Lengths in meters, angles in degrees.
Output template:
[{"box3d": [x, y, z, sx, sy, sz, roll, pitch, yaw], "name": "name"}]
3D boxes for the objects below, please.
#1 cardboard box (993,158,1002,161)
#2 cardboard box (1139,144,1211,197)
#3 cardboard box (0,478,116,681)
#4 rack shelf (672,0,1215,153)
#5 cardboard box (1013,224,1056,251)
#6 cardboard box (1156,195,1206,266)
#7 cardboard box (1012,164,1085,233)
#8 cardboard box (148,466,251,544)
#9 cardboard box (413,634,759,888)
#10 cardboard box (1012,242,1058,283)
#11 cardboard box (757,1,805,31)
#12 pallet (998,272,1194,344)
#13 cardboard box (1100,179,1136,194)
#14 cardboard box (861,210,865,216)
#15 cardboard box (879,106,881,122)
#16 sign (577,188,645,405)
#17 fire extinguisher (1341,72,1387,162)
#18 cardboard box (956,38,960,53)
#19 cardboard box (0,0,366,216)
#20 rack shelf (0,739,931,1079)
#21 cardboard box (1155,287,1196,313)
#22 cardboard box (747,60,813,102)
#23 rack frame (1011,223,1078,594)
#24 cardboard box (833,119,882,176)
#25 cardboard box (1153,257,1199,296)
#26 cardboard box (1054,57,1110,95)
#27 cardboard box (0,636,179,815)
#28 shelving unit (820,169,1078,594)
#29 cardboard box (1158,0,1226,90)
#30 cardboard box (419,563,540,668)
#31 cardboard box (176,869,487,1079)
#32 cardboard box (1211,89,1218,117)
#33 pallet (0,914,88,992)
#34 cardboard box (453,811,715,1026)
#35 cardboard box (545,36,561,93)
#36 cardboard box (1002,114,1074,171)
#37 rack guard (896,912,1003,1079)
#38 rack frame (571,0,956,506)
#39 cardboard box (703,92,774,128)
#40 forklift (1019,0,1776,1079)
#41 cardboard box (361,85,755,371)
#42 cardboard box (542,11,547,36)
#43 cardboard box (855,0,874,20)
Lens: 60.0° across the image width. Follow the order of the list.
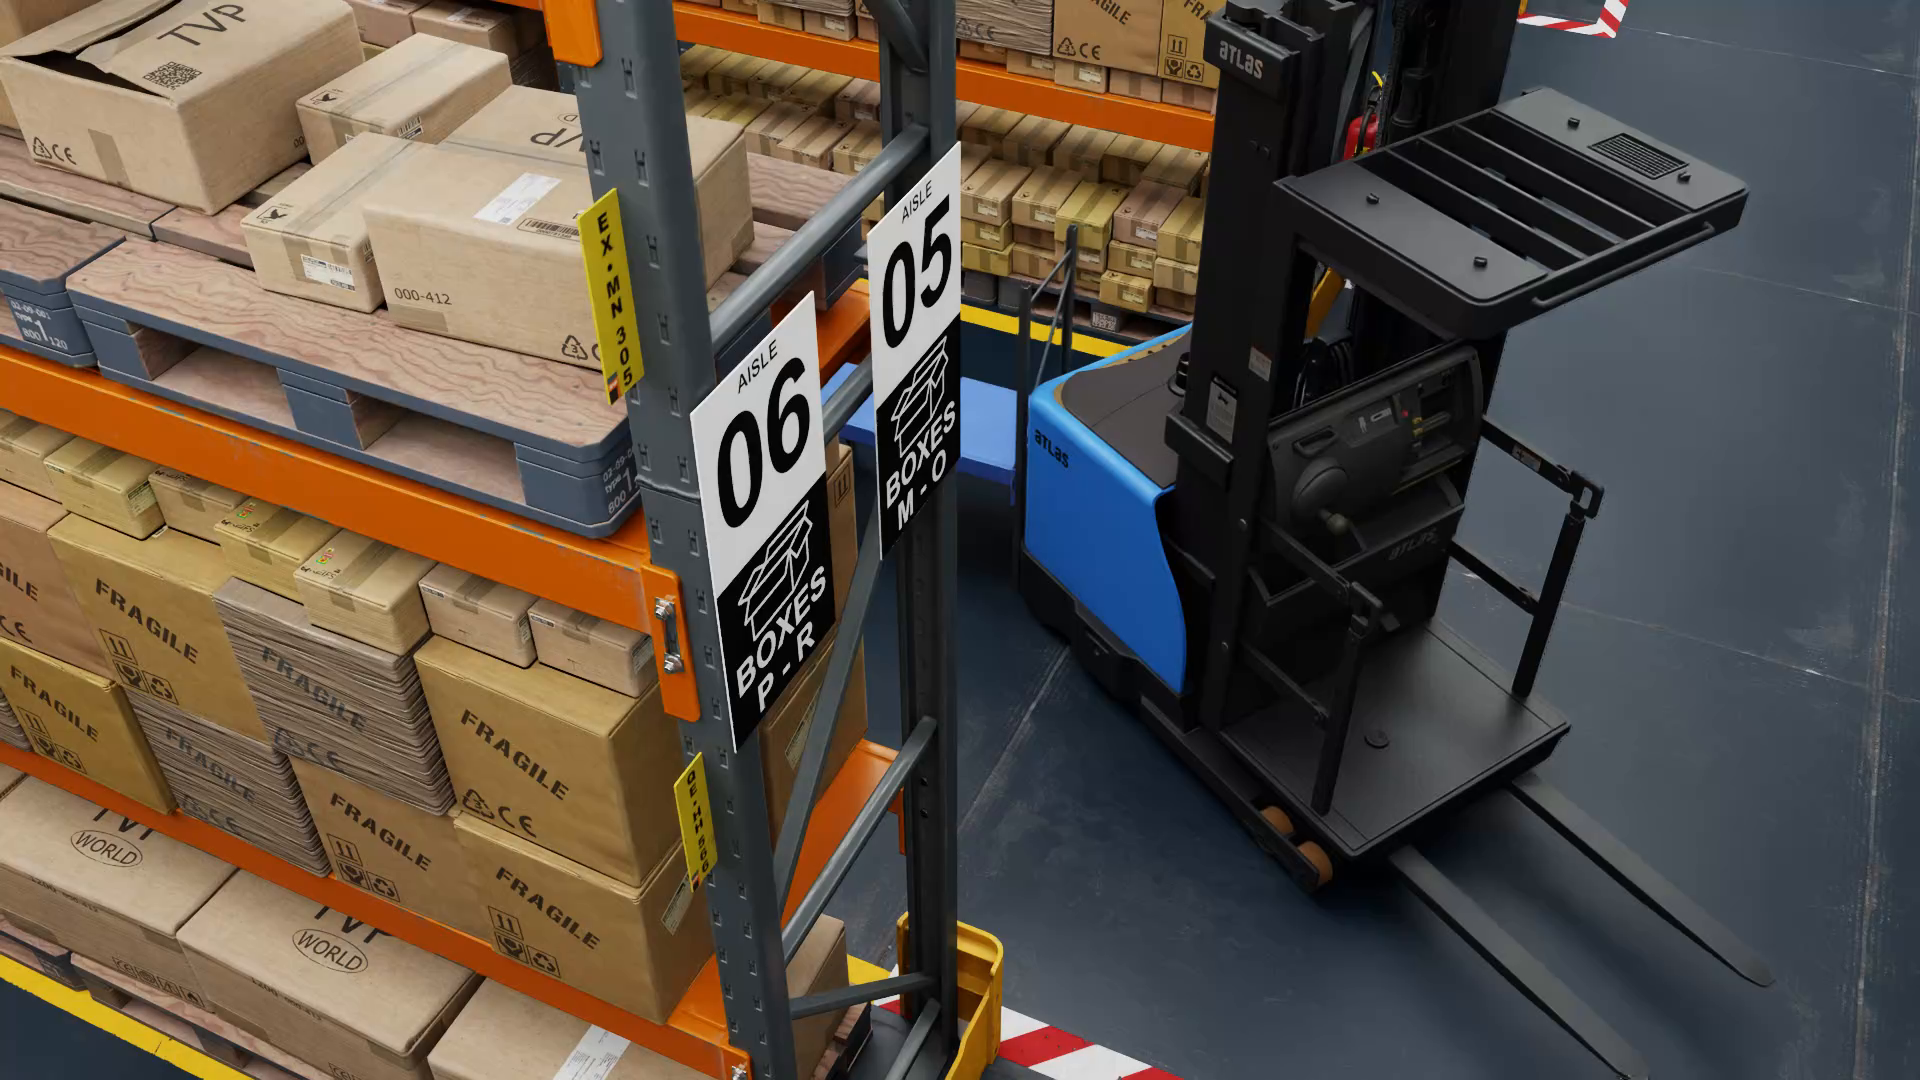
[{"box3d": [0.149, -2.022, 8.922, 0.250, 0.149, 0.380, 19, 44, 21], "name": "cardboard box"}, {"box3d": [1.098, -1.861, 8.509, 0.250, 0.149, 0.380, 18, 44, 19], "name": "cardboard box"}, {"box3d": [-2.197, -0.051, 4.179, 0.500, 0.500, 0.500, 17, 44, 18], "name": "cardboard box"}, {"box3d": [-0.083, -2.485, 8.376, 4.000, 0.370, 1.077, 17, 44, 19], "name": "rack shelf"}, {"box3d": [0.459, -1.652, 8.495, 0.250, 0.149, 0.380, 16, 44, 18], "name": "cardboard box"}, {"box3d": [1.143, -1.506, 8.099, 0.250, 0.149, 0.380, 17, 44, 19], "name": "cardboard box"}, {"box3d": [0.443, -1.715, 8.340, 0.250, 0.149, 0.380, 15, 43, 17], "name": "cardboard box"}, {"box3d": [-1.609, -0.165, 3.815, 0.250, 0.149, 0.380, 17, 44, 18], "name": "cardboard box"}, {"box3d": [-0.809, 0.355, 3.710, 0.500, 0.500, 0.500, 18, 44, 20], "name": "cardboard box"}, {"box3d": [0.456, -1.503, 8.549, 0.250, 0.149, 0.380, 17, 44, 19], "name": "cardboard box"}, {"box3d": [-0.803, -2.686, 8.250, 0.250, 0.149, 0.380, 18, 44, 19], "name": "cardboard box"}, {"box3d": [0.940, -1.416, 8.723, 1.213, 0.211, 1.003, 17, 44, 19], "name": "pallet"}, {"box3d": [0.880, -1.819, 8.687, 0.250, 0.149, 0.380, 18, 44, 19], "name": "cardboard box"}, {"box3d": [-0.514, -1.877, 8.755, 0.250, 0.149, 0.380, 17, 44, 18], "name": "cardboard box"}, {"box3d": [-0.250, -2.355, 9.079, 0.250, 0.149, 0.380, 16, 43, 17], "name": "cardboard box"}, {"box3d": [-0.514, -0.357, 2.466, 0.005, 0.325, 0.100, 17, 44, 19], "name": "sign"}, {"box3d": [1.763, -1.689, 7.253, 0.183, 0.674, 0.296, 17, 44, 19], "name": "fire extinguisher"}, {"box3d": [-0.063, -2.504, 8.040, 0.250, 0.149, 0.380, 18, 44, 19], "name": "cardboard box"}, {"box3d": [-1.607, -0.978, 3.469, 0.500, 0.311, 0.500, 18, 44, 19], "name": "cardboard box"}, {"box3d": [-2.084, 0.481, 4.954, 4.000, 0.370, 1.077, 17, 44, 19], "name": "rack shelf"}, {"box3d": [1.165, -1.307, 8.323, 0.250, 0.149, 0.380, 18, 44, 19], "name": "cardboard box"}, {"box3d": [-0.986, -2.561, 9.316, 0.250, 0.149, 0.380, 17, 44, 18], "name": "cardboard box"}, {"box3d": [0.333, -0.492, 6.672, 0.032, 1.500, 0.500, 17, 44, 18], "name": "rack frame"}, {"box3d": [-0.472, -2.042, 8.718, 0.250, 0.149, 0.380, 15, 43, 17], "name": "cardboard box"}, {"box3d": [1.131, -1.374, 8.174, 0.250, 0.149, 0.380, 16, 43, 18], "name": "cardboard box"}, {"box3d": [0.631, -2.239, 7.735, 0.250, 0.149, 0.380, 18, 44, 20], "name": "cardboard box"}, {"box3d": [-2.213, 0.329, 4.504, 0.500, 0.500, 0.500, 18, 44, 20], "name": "cardboard box"}, {"box3d": [-0.129, -0.630, 6.832, 1.048, 1.500, 0.538, 17, 44, 18], "name": "shelving unit"}, {"box3d": [1.214, -2.325, 7.339, 0.500, 0.500, 0.500, 18, 44, 19], "name": "cardboard box"}, {"box3d": [-0.922, 0.066, 3.549, 0.250, 0.149, 0.380, 18, 44, 19], "name": "cardboard box"}, {"box3d": [-1.745, 1.201, 5.210, 0.875, 0.438, 0.875, 18, 44, 20], "name": "cardboard box"}, {"box3d": [1.315, -2.031, 7.495, 0.250, 0.149, 0.380, 17, 44, 19], "name": "cardboard box"}, {"box3d": [-3.240, 0.966, 5.974, 1.213, 0.211, 1.003, 17, 44, 19], "name": "pallet"}, {"box3d": [-0.821, 0.749, 4.020, 0.500, 0.500, 0.500, 17, 44, 19], "name": "cardboard box"}, {"box3d": [-2.453, -2.887, 9.878, 0.500, 0.500, 0.500, 19, 44, 20], "name": "cardboard box"}, {"box3d": [0.417, -2.109, 8.795, 0.250, 0.149, 0.380, 19, 44, 20], "name": "cardboard box"}, {"box3d": [-0.250, 1.714, 4.891, 0.348, 0.500, 1.175, 17, 44, 19], "name": "rack guard"}, {"box3d": [-0.272, -1.504, 2.115, 0.127, 3.000, 1.000, 17, 44, 19], "name": "rack frame"}, {"box3d": [-1.196, -2.246, 8.953, 0.250, 0.149, 0.380, 16, 44, 18], "name": "cardboard box"}, {"box3d": [1.483, -0.244, 5.293, 1.130, 2.935, 3.031, -24, 46, -25], "name": "forklift"}, {"box3d": [-0.717, -0.582, 3.058, 0.500, 0.250, 0.500, 13, 43, 15], "name": "cardboard box"}, {"box3d": [-2.453, -3.170, 9.632, 0.500, 0.250, 0.500, 15, 43, 17], "name": "cardboard box"}, {"box3d": [-0.162, -2.750, 7.829, 0.500, 0.500, 0.500, 19, 44, 21], "name": "cardboard box"}]
